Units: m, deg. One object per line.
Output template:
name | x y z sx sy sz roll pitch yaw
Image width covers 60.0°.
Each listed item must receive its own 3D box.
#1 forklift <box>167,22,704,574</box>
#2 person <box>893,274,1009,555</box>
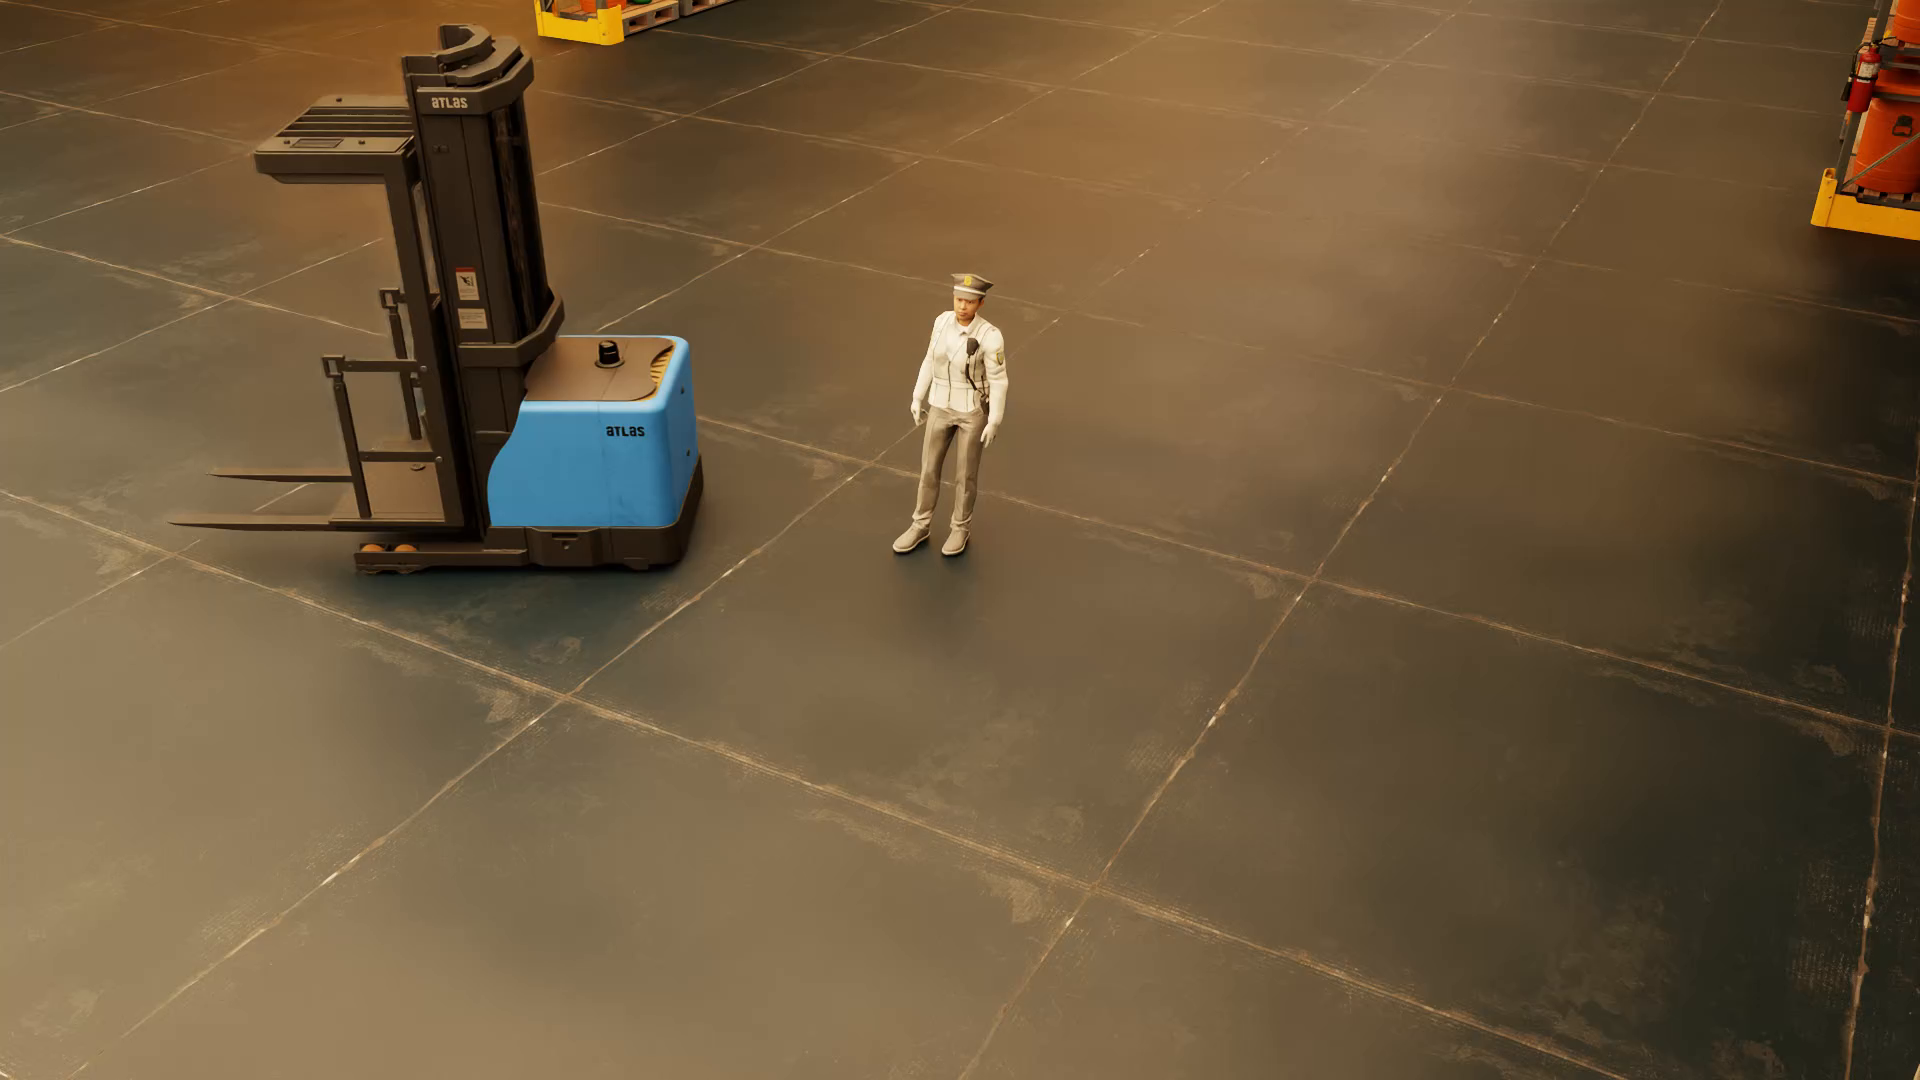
forklift | -3.128 -1.338 9.389 3.031 2.935 1.130 0 30 1
person | -0.038 -0.712 9.527 0.587 1.696 0.534 15 33 25
